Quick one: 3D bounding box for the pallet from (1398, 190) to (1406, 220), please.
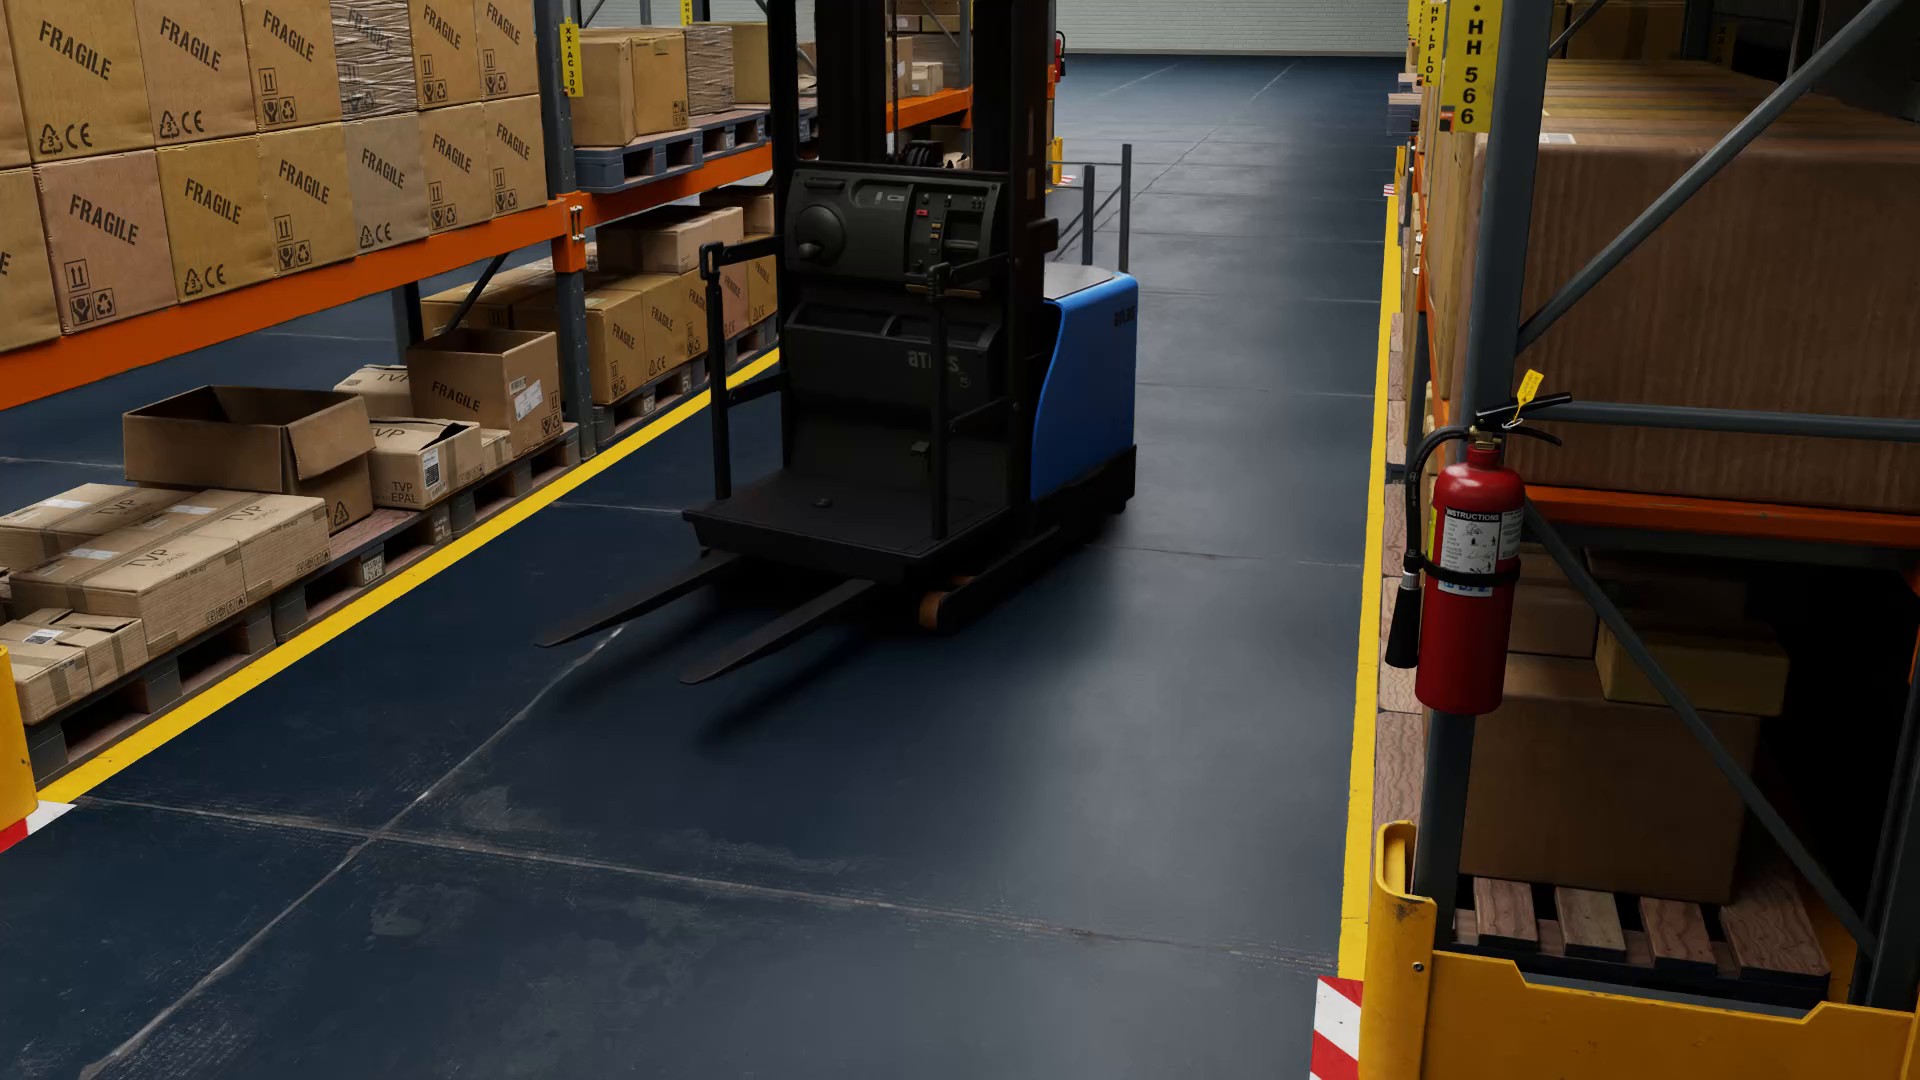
[{"bbox_3d":[4.843,-3.260,16.406,1.003,0.211,1.213,5,19,13],"label":"pallet"}]

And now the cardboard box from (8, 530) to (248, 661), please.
[{"bbox_3d":[-2.790,0.177,5.603,0.500,0.250,0.500,5,19,13],"label":"cardboard box"}]

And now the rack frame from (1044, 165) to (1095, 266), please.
[{"bbox_3d":[0.363,-0.999,7.792,0.500,1.500,0.032,5,19,14],"label":"rack frame"}]

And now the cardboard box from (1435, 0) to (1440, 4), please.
[{"bbox_3d":[2.711,-2.674,8.568,0.500,0.250,0.500,4,19,12],"label":"cardboard box"}]

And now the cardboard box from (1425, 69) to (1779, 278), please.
[{"bbox_3d":[2.130,-1.220,5.655,0.980,0.700,0.700,4,19,12],"label":"cardboard box"}]

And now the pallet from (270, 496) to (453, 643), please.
[{"bbox_3d":[-2.807,0.053,6.706,1.003,0.211,1.213,5,19,13],"label":"pallet"}]

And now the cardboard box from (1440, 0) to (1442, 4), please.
[{"bbox_3d":[2.587,-2.514,8.101,0.500,0.250,0.500,5,19,14],"label":"cardboard box"}]

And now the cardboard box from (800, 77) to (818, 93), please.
[{"bbox_3d":[-1.234,-3.188,12.017,0.500,0.311,0.500,6,20,17],"label":"cardboard box"}]

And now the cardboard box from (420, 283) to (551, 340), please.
[{"bbox_3d":[-2.500,-1.068,8.860,0.500,0.500,0.500,5,19,13],"label":"cardboard box"}]

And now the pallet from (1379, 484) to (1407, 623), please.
[{"bbox_3d":[2.200,0.076,6.637,1.003,0.211,1.213,5,19,13],"label":"pallet"}]

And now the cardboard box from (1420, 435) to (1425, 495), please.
[{"bbox_3d":[2.180,-0.265,6.540,0.700,0.500,0.500,5,19,14],"label":"cardboard box"}]

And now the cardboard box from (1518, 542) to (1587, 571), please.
[{"bbox_3d":[1.475,0.093,4.487,0.380,0.149,0.250,5,20,15],"label":"cardboard box"}]

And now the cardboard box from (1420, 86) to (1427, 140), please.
[{"bbox_3d":[2.813,-2.476,9.149,0.500,0.500,0.500,5,19,13],"label":"cardboard box"}]

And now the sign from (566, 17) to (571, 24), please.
[{"bbox_3d":[-4.745,-6.195,20.255,0.100,0.325,0.005,5,19,13],"label":"sign"}]

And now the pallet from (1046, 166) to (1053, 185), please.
[{"bbox_3d":[0.443,-4.064,18.759,1.003,0.211,1.213,5,19,13],"label":"pallet"}]

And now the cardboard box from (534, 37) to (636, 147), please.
[{"bbox_3d":[-2.010,-2.242,8.307,0.700,0.500,0.500,-2,19,-5],"label":"cardboard box"}]

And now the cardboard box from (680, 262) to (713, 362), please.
[{"bbox_3d":[-1.739,-1.347,9.678,0.500,0.500,0.500,5,19,14],"label":"cardboard box"}]

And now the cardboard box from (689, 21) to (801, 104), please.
[{"bbox_3d":[-1.410,-3.159,10.991,0.700,0.500,0.500,-2,19,-5],"label":"cardboard box"}]

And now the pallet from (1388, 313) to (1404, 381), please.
[{"bbox_3d":[3.174,-1.168,10.282,1.003,0.211,1.213,5,19,13],"label":"pallet"}]

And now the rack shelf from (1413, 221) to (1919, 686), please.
[{"bbox_3d":[1.973,-0.508,5.147,1.077,0.370,4.000,5,19,13],"label":"rack shelf"}]

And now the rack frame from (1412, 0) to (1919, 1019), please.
[{"bbox_3d":[1.485,-0.222,3.196,1.000,3.000,0.127,5,19,13],"label":"rack frame"}]

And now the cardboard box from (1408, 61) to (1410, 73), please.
[{"bbox_3d":[4.476,-4.408,15.654,0.500,0.250,0.500,5,19,13],"label":"cardboard box"}]

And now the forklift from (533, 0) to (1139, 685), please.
[{"bbox_3d":[-0.372,-1.205,6.182,1.130,2.935,3.031,11,21,28],"label":"forklift"}]

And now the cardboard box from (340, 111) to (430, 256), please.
[{"bbox_3d":[-2.464,-1.413,6.529,0.500,0.500,0.500,5,20,15],"label":"cardboard box"}]

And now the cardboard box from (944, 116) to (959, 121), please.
[{"bbox_3d":[0.144,-3.903,16.419,0.500,0.500,0.500,5,19,13],"label":"cardboard box"}]

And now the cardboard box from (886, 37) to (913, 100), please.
[{"bbox_3d":[-0.720,-4.016,14.149,0.500,0.500,0.500,6,20,17],"label":"cardboard box"}]

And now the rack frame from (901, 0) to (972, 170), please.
[{"bbox_3d":[-0.388,-4.373,15.349,1.000,3.000,0.127,5,19,13],"label":"rack frame"}]

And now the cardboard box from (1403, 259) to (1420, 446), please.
[{"bbox_3d":[2.495,-0.871,7.773,0.750,0.750,0.750,5,19,14],"label":"cardboard box"}]

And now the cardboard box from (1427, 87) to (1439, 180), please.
[{"bbox_3d":[2.331,-1.838,7.281,0.500,0.500,0.500,4,19,13],"label":"cardboard box"}]

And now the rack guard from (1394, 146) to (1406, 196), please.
[{"bbox_3d":[5.376,-4.030,18.212,1.175,0.500,0.348,5,19,13],"label":"rack guard"}]

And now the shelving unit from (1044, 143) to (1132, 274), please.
[{"bbox_3d":[0.492,-1.155,8.249,0.587,1.500,1.083,5,19,14],"label":"shelving unit"}]

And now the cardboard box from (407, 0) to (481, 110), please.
[{"bbox_3d":[-2.337,-2.046,6.836,0.500,0.500,0.500,4,19,12],"label":"cardboard box"}]

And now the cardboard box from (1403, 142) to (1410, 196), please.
[{"bbox_3d":[4.771,-3.647,16.412,0.700,0.500,0.500,3,19,10],"label":"cardboard box"}]

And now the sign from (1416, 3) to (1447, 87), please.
[{"bbox_3d":[1.934,-2.026,6.809,0.100,0.325,0.005,5,19,13],"label":"sign"}]

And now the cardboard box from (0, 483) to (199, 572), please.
[{"bbox_3d":[-3.164,-0.004,6.132,0.500,0.250,0.500,5,19,13],"label":"cardboard box"}]

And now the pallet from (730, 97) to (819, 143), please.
[{"bbox_3d":[-1.463,-2.810,11.072,1.213,0.211,1.003,5,19,13],"label":"pallet"}]

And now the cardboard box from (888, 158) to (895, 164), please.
[{"bbox_3d":[-0.858,-3.269,14.856,0.500,0.311,0.500,4,19,13],"label":"cardboard box"}]

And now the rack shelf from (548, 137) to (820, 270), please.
[{"bbox_3d":[-1.854,-2.152,9.960,1.077,0.370,4.000,5,19,13],"label":"rack shelf"}]

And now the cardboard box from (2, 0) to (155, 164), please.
[{"bbox_3d":[-2.835,-1.415,4.988,0.500,0.500,0.500,5,19,14],"label":"cardboard box"}]

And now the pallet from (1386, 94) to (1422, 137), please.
[{"bbox_3d":[3.510,-2.870,11.247,1.213,0.211,1.003,5,19,13],"label":"pallet"}]

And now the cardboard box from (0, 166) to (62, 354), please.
[{"bbox_3d":[-2.956,-0.777,4.668,0.500,0.500,0.500,5,20,15],"label":"cardboard box"}]

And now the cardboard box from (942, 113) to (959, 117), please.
[{"bbox_3d":[-0.234,-4.101,16.997,0.500,0.500,0.500,5,19,13],"label":"cardboard box"}]

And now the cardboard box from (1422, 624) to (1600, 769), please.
[{"bbox_3d":[1.681,0.378,4.657,0.700,0.500,0.500,5,19,13],"label":"cardboard box"}]

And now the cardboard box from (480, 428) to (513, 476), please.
[{"bbox_3d":[-2.240,-0.401,7.452,0.380,0.149,0.250,5,19,13],"label":"cardboard box"}]

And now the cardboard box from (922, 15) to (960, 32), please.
[{"bbox_3d":[-0.134,-4.796,15.430,0.380,0.149,0.250,5,19,13],"label":"cardboard box"}]

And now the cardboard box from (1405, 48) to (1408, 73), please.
[{"bbox_3d":[4.967,-5.047,17.525,0.500,0.250,0.500,4,19,12],"label":"cardboard box"}]
